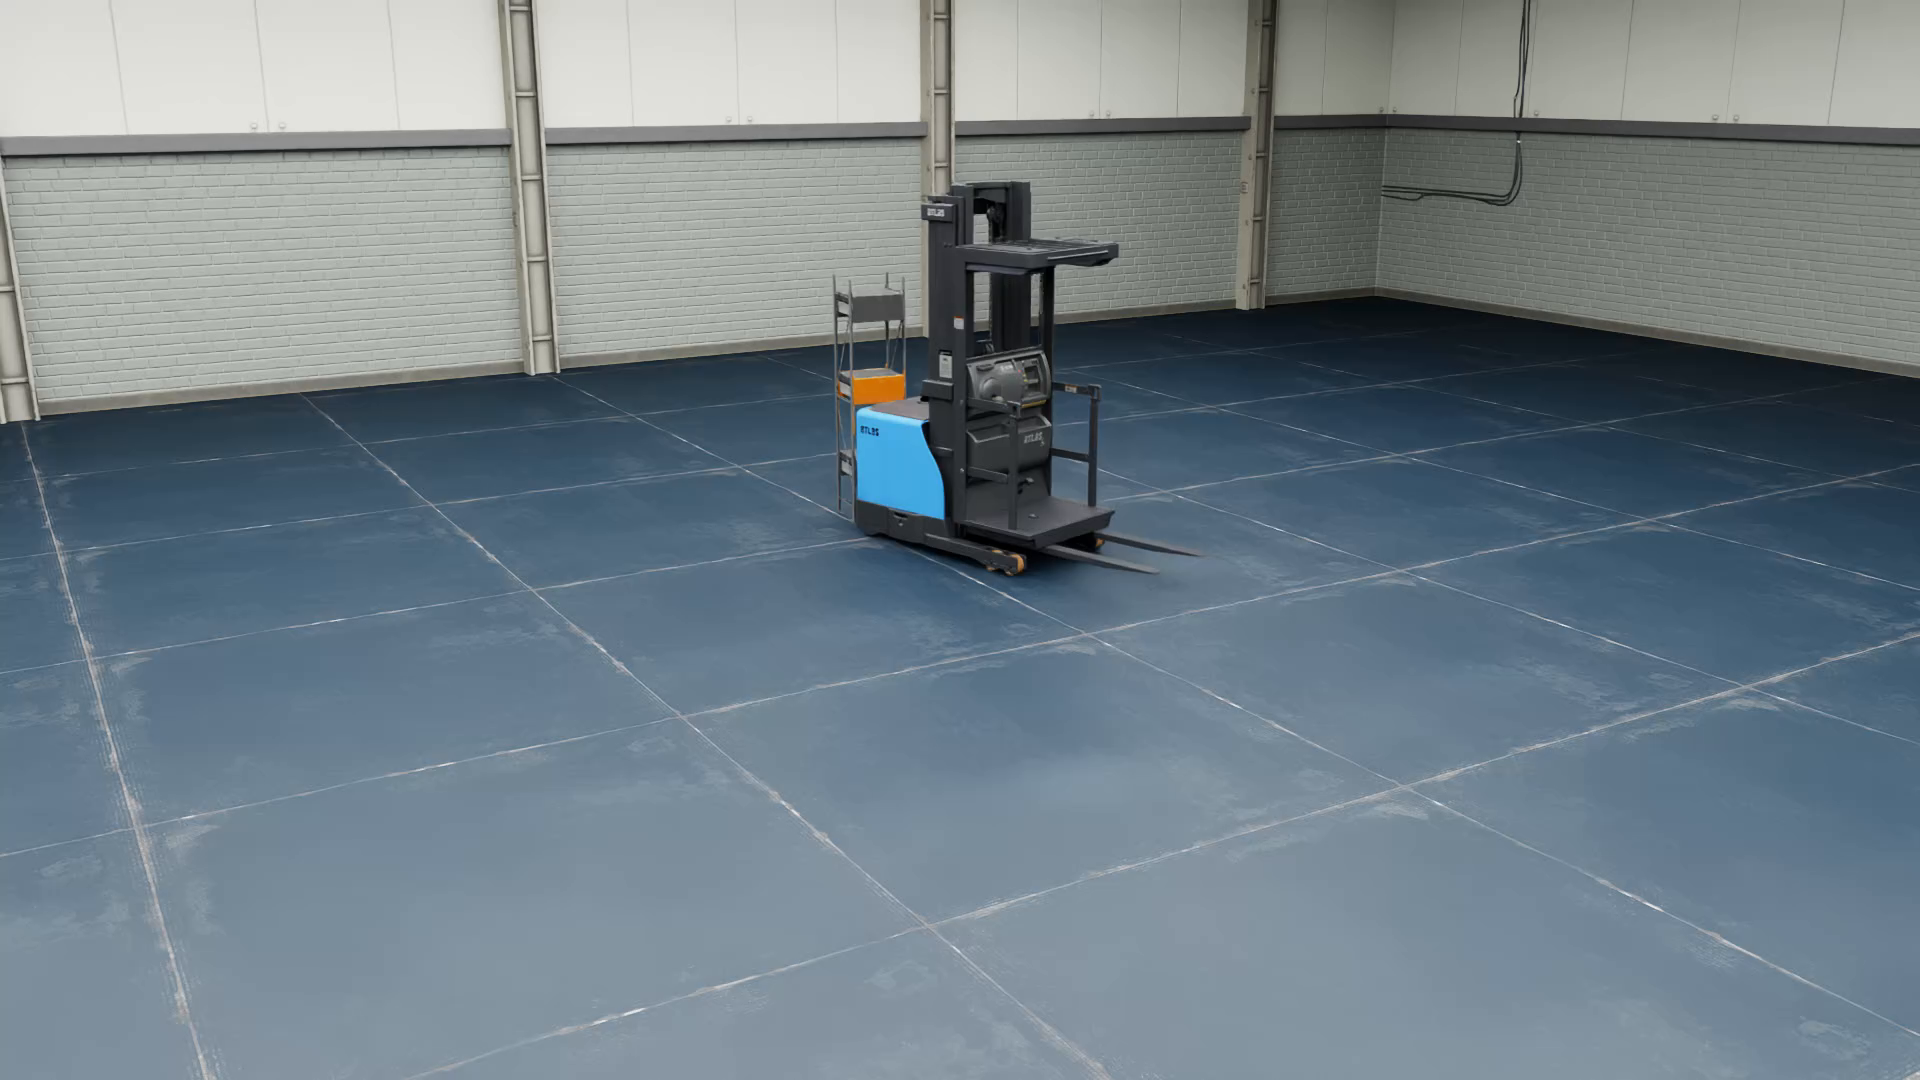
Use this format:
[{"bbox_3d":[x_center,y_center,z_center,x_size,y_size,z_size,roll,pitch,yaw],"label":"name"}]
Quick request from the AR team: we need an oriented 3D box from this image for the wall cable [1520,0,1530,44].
[{"bbox_3d":[9.423,-8.610,24.348,0.112,2.526,3.097,-9,18,-30],"label":"wall cable"}]

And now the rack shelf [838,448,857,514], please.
[{"bbox_3d":[-0.775,-0.552,14.625,0.480,0.518,0.431,-7,18,-24],"label":"rack shelf"}]

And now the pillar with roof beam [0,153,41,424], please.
[{"bbox_3d":[-8.388,-4.697,13.995,0.400,9.000,9.100,-9,18,-30],"label":"pillar with roof beam"}]

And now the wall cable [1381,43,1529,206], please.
[{"bbox_3d":[8.030,-6.804,27.263,0.112,2.526,3.097,-9,18,-30],"label":"wall cable"}]

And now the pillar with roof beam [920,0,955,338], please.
[{"bbox_3d":[1.898,-6.365,19.946,0.400,9.000,9.100,-9,18,-30],"label":"pillar with roof beam"}]

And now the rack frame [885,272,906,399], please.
[{"bbox_3d":[-0.555,-1.267,14.527,0.015,2.100,0.400,-7,18,-24],"label":"rack frame"}]

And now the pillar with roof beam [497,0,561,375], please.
[{"bbox_3d":[-3.245,-5.531,16.970,0.400,9.000,9.100,-9,18,-30],"label":"pillar with roof beam"}]

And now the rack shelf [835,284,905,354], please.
[{"bbox_3d":[-0.777,-1.898,14.238,0.480,0.518,0.431,-7,18,-24],"label":"rack shelf"}]

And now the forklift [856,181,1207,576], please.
[{"bbox_3d":[0.547,-1.293,13.092,3.031,2.935,1.130,14,21,41],"label":"forklift"}]

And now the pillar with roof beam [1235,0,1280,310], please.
[{"bbox_3d":[7.041,-7.199,22.921,0.400,9.000,9.100,-9,18,-30],"label":"pillar with roof beam"}]

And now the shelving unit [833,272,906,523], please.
[{"bbox_3d":[-0.776,-1.238,14.428,0.503,2.100,0.431,-7,18,-24],"label":"shelving unit"}]

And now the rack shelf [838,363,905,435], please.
[{"bbox_3d":[-0.776,-1.225,14.432,0.480,0.518,0.431,-7,18,-24],"label":"rack shelf"}]

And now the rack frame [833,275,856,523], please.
[{"bbox_3d":[-0.997,-1.209,14.329,0.015,2.100,0.400,-7,18,-24],"label":"rack frame"}]
